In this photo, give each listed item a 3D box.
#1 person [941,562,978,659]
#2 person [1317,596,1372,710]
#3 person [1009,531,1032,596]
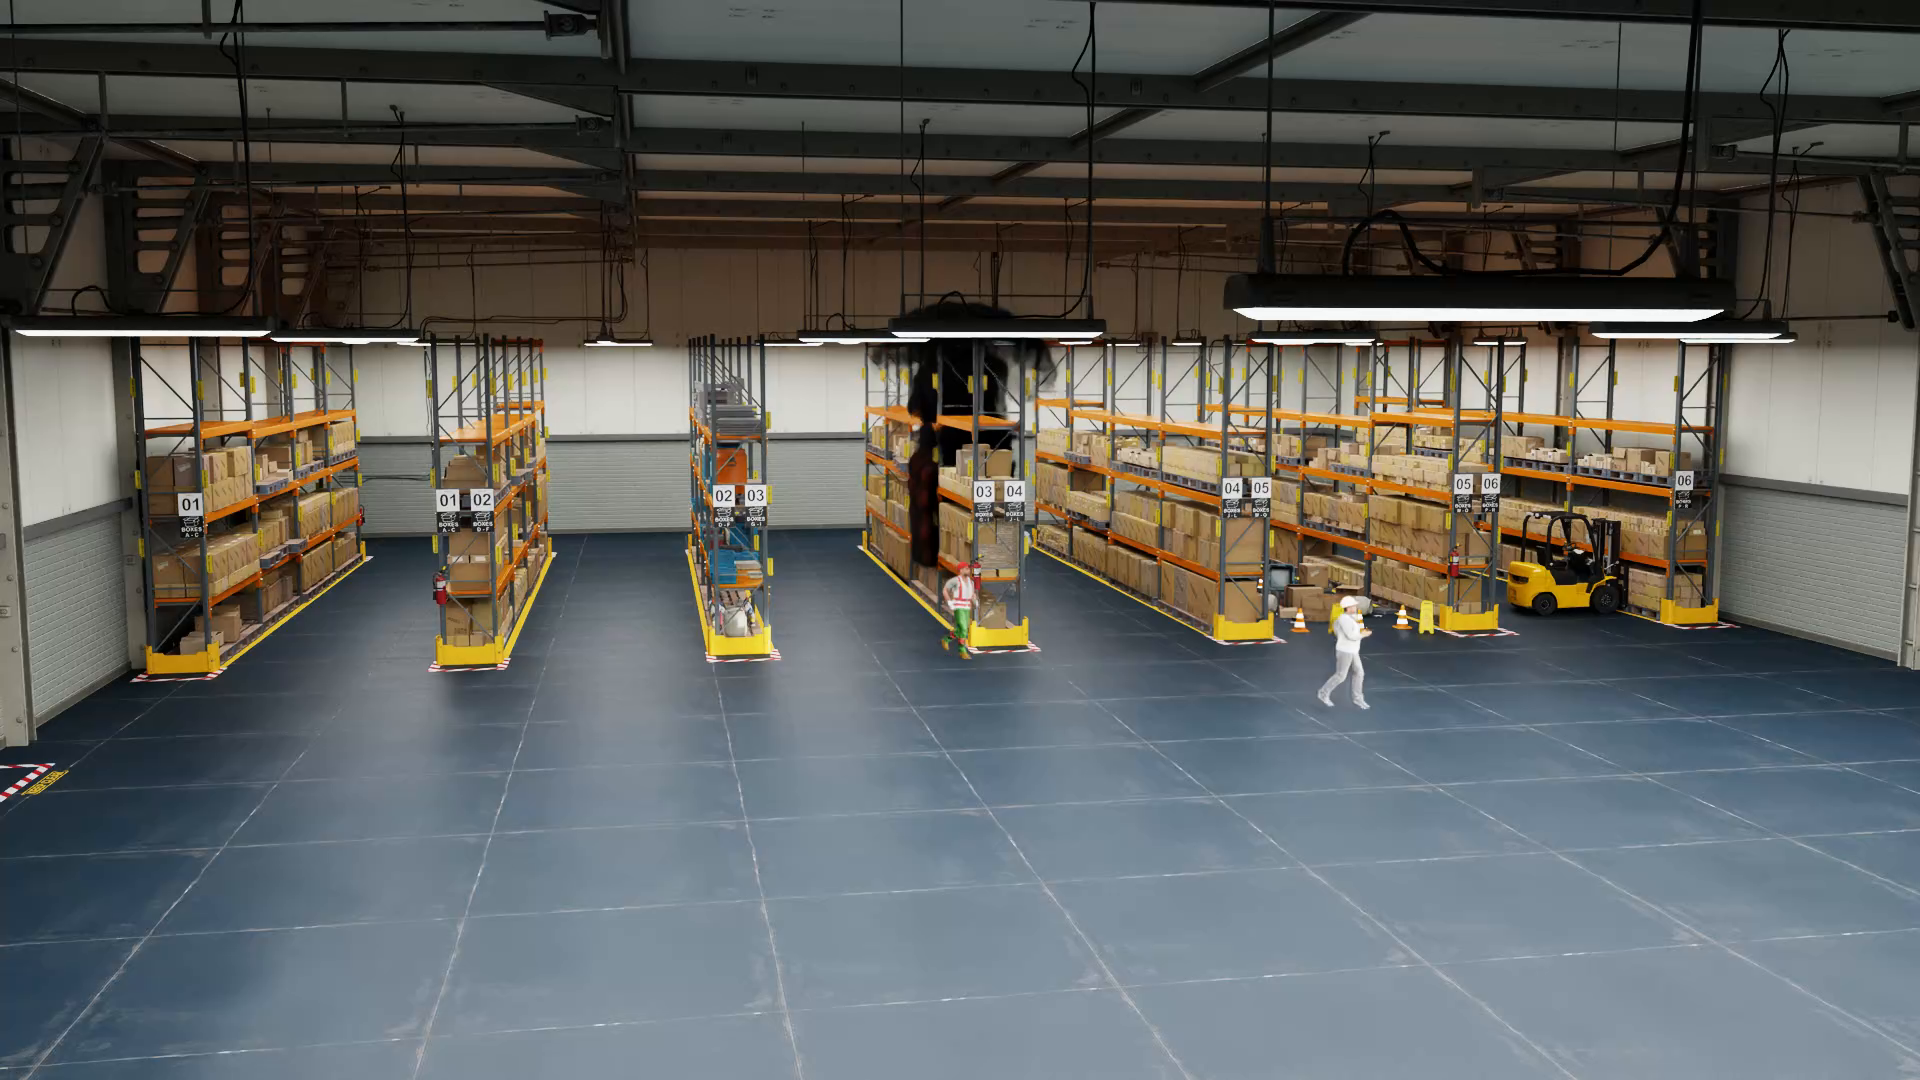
[{"bbox_3d":[0.011,1.292,31.143,0.811,1.769,0.704,6,9,43],"label":"person"},{"bbox_3d":[6.136,1.802,26.499,0.829,1.827,0.657,2,7,20],"label":"person"},{"bbox_3d":[1.345,0.413,39.040,0.670,1.834,0.829,-1,7,-11],"label":"person"}]
